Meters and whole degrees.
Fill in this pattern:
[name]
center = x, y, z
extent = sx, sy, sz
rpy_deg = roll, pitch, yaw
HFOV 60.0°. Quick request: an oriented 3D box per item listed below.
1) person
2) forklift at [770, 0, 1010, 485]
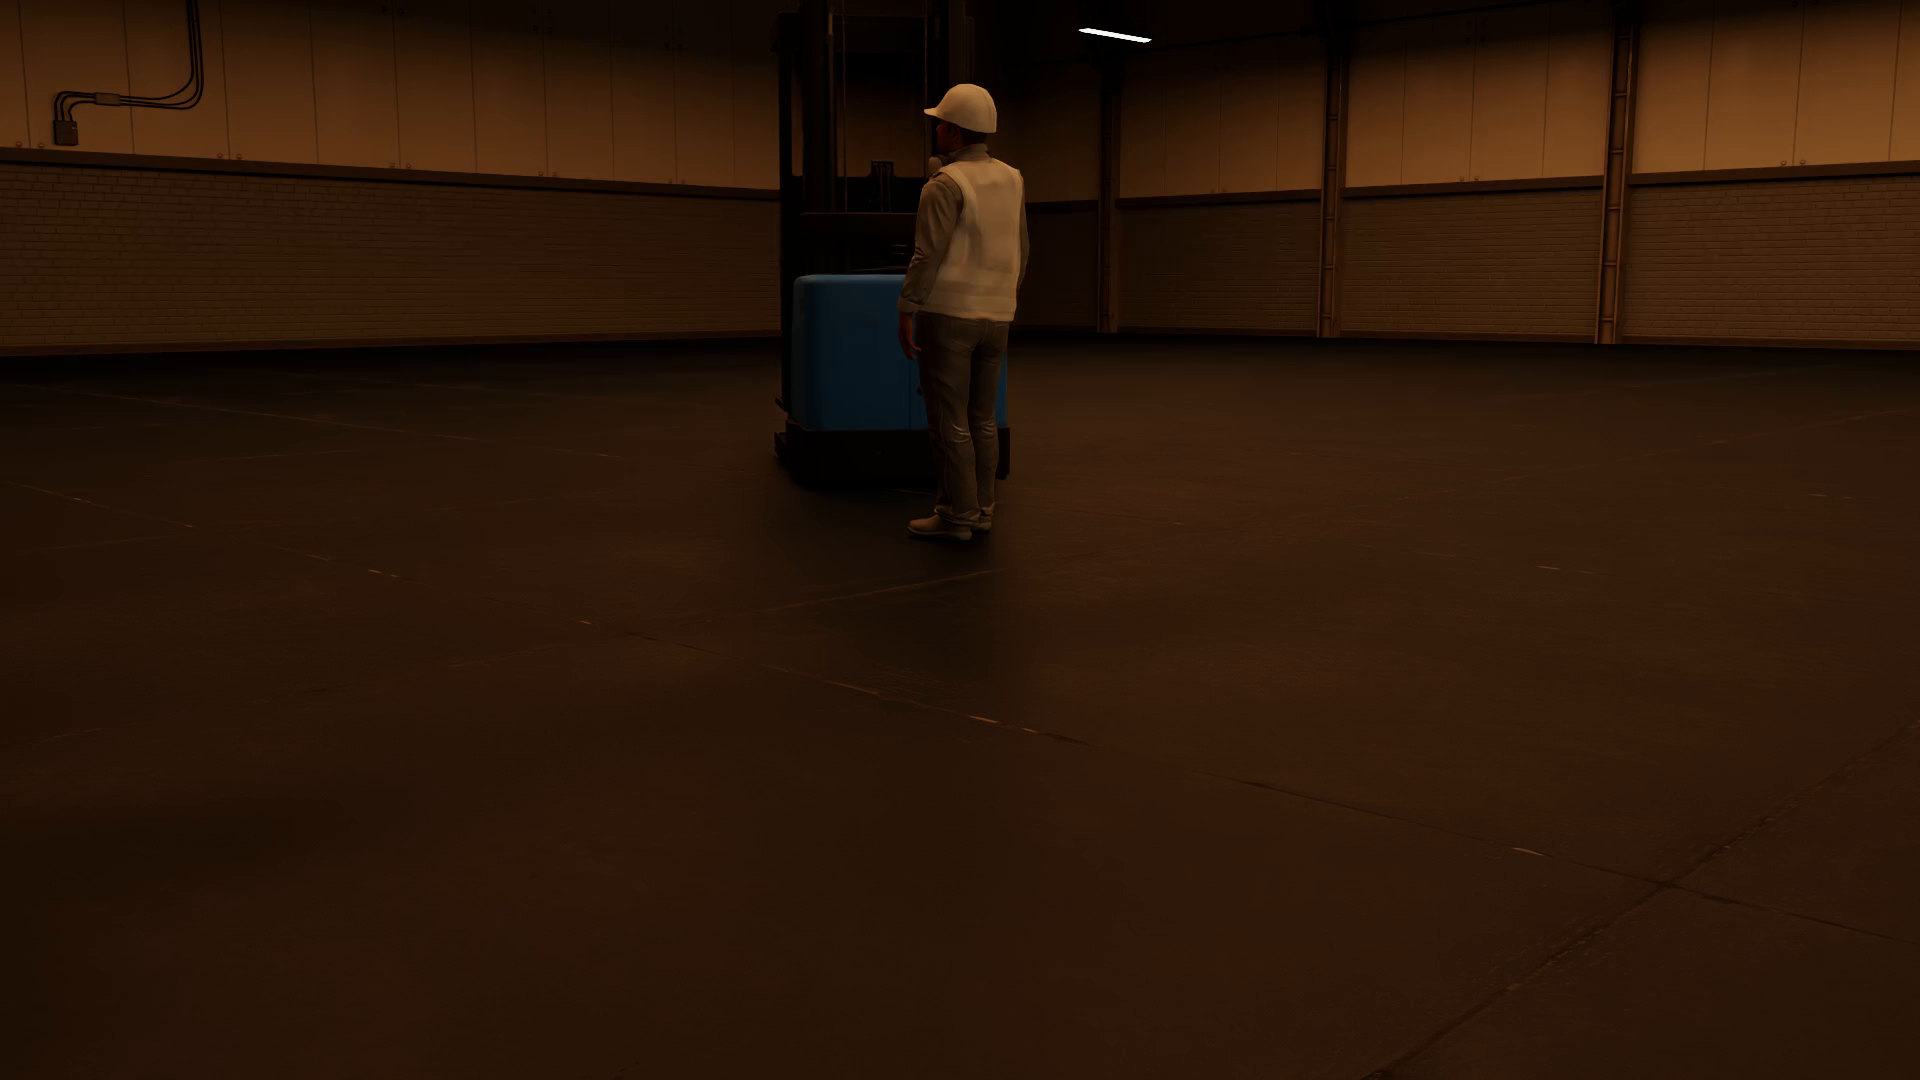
[person]
center = -0.040, -0.892, 6.632
extent = 0.566, 1.775, 0.634
rpy_deg = 8, 12, 43
[forklift]
center = -0.507, -1.913, 9.576
extent = 1.130, 2.935, 3.031
rpy_deg = -1, 9, -10
